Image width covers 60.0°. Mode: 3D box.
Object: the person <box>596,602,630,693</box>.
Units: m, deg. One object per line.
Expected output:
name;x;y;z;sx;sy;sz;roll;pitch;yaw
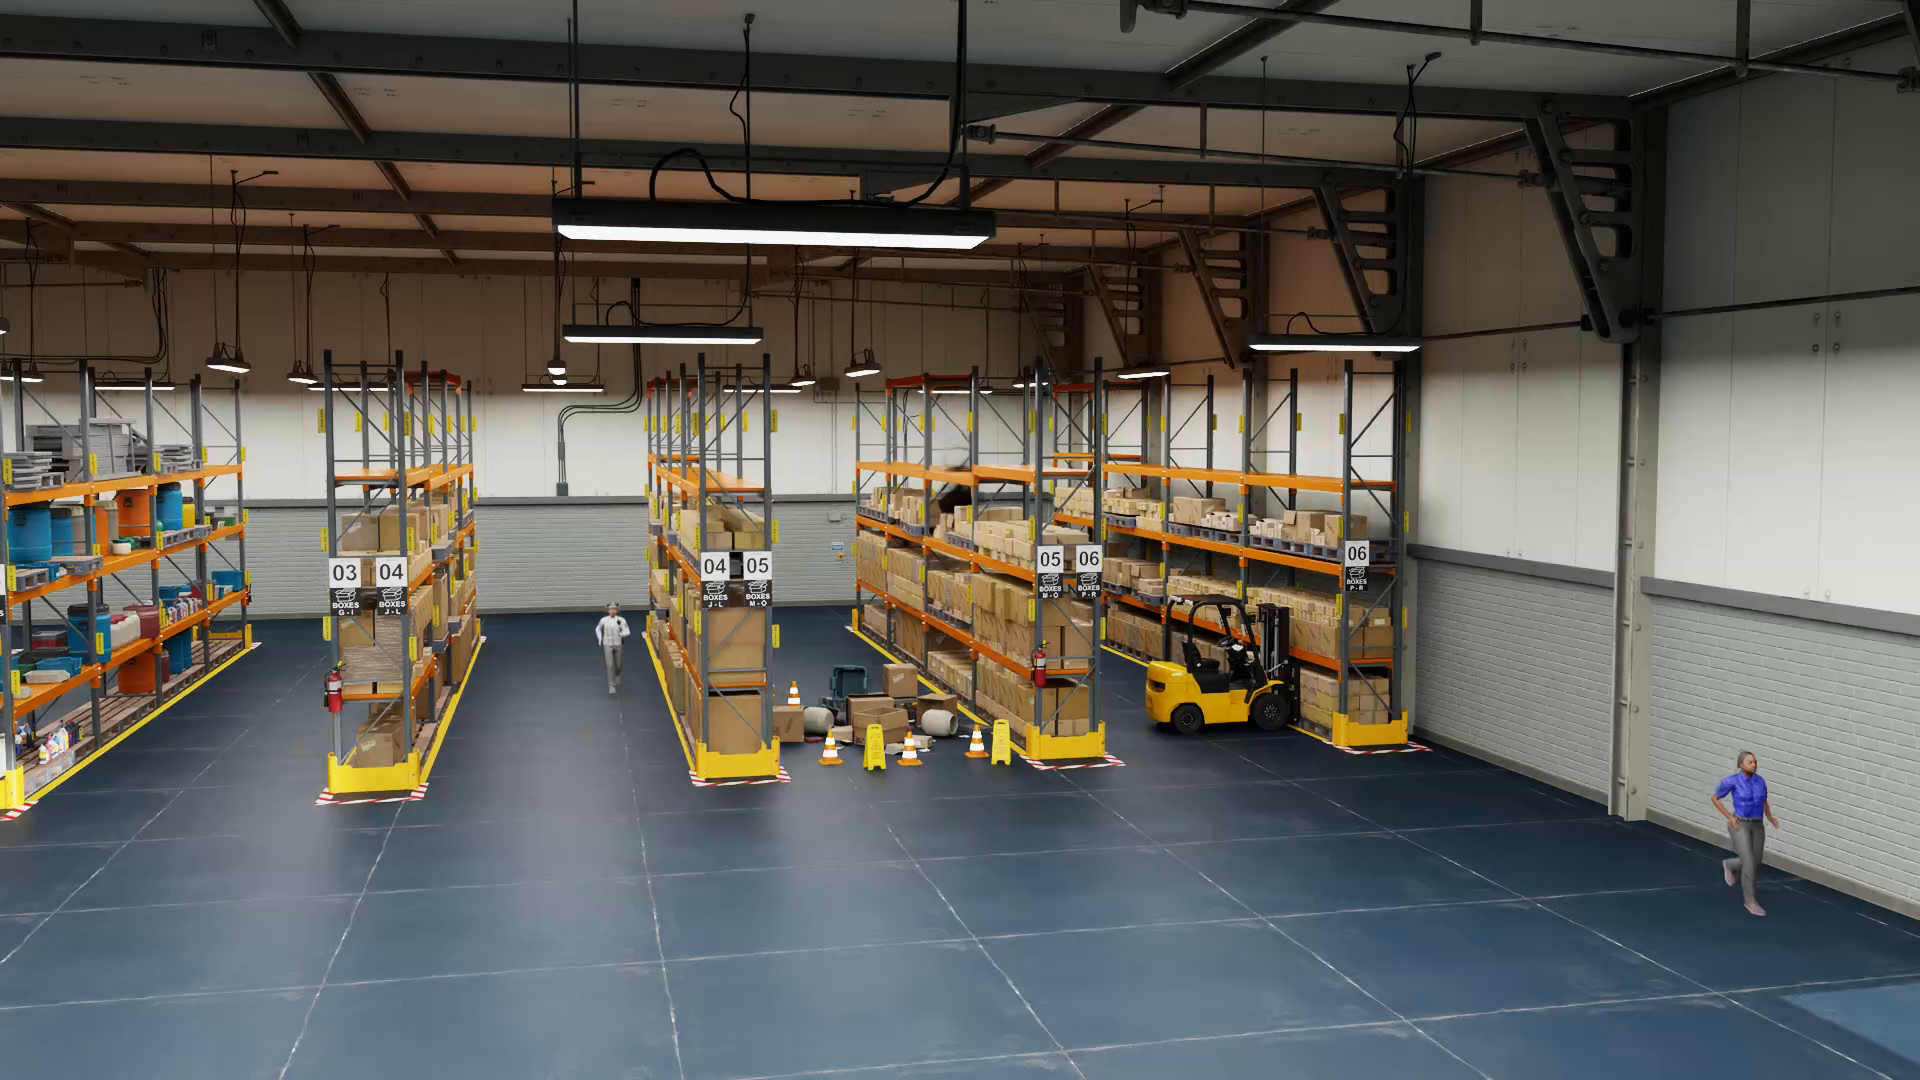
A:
person;-6.497;1.983;31.144;0.622;1.671;0.887;-1;4;-14

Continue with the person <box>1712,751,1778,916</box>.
person;8.131;3.050;17.284;0.577;1.545;0.760;-1;4;-10
